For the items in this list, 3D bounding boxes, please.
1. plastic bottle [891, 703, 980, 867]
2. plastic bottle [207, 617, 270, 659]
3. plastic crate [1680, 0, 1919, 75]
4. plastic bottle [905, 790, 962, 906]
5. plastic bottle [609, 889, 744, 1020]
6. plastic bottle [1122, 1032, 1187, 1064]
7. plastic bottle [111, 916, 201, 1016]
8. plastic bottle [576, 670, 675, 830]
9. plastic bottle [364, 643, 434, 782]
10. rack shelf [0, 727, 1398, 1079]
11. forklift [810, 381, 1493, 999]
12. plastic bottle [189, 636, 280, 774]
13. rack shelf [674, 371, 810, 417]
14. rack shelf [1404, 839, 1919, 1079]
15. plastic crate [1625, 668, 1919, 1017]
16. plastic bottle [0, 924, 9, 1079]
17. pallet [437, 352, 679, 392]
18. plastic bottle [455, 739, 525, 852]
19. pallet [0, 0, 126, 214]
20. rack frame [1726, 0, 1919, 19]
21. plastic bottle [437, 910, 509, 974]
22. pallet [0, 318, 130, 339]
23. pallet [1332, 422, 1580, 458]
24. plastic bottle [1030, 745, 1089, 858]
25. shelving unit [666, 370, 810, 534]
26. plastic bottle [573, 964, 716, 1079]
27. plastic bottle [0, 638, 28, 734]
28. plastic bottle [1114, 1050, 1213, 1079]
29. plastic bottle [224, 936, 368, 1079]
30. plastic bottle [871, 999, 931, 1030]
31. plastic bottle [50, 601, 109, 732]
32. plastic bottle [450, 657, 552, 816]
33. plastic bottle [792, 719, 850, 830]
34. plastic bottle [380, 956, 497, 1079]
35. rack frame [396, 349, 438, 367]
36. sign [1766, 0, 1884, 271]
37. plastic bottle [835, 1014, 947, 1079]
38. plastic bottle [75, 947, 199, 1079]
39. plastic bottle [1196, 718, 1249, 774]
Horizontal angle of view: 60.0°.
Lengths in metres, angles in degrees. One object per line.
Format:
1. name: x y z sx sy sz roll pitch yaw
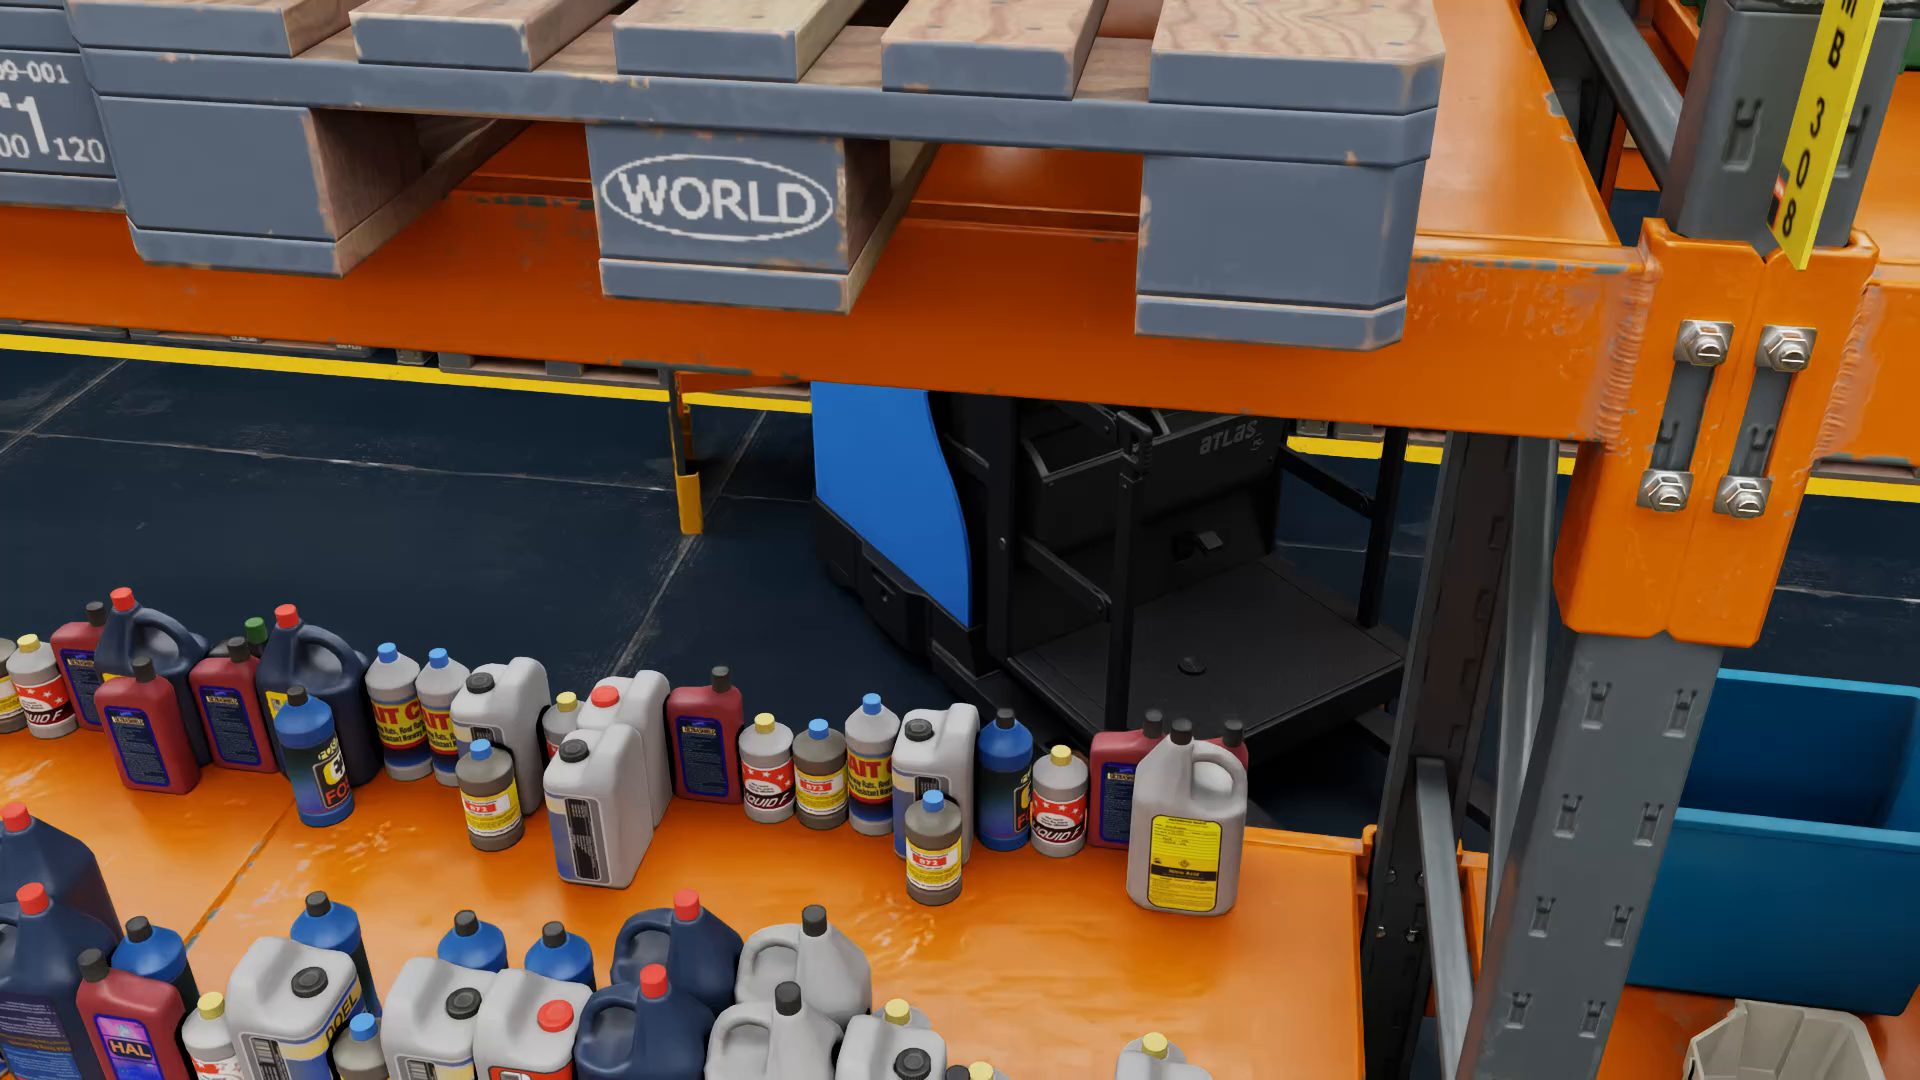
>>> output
1. plastic bottle: -0.042 0.410 2.885 0.135 0.276 0.152 5 32 8
2. plastic bottle: -1.321 0.266 3.107 0.133 0.283 0.061 5 32 8
3. plastic crate: 1.180 -0.671 1.868 0.662 0.188 0.450 5 32 8
4. plastic bottle: -0.044 0.508 2.798 0.097 0.201 0.097 0 32 0
5. plastic bottle: -0.408 0.649 2.433 0.185 0.351 0.144 5 32 8
6. plastic bottle: 0.271 0.782 2.361 0.097 0.201 0.097 0 32 0
7. plastic bottle: -1.190 0.669 2.476 0.097 0.271 0.097 0 32 0
8. plastic bottle: -0.594 0.360 2.965 0.135 0.276 0.152 5 32 8
9. plastic bottle: -1.028 0.308 3.052 0.097 0.271 0.097 0 32 0
10. rack shelf: -1.260 0.757 2.892 4.000 0.370 1.077 5 32 8
11. forklift: 0.702 -0.650 4.526 1.130 2.935 3.031 -19 37 -28
12. plastic bottle: -1.331 0.298 3.056 0.133 0.283 0.061 5 32 8
13. rack shelf: -0.588 -0.711 6.311 1.000 0.185 0.538 -6 33 -10
14. rack shelf: 2.683 1.114 2.321 4.000 0.370 1.077 5 32 8
15. plastic crate: 1.229 0.475 2.622 0.575 0.384 0.392 5 32 8
16. plastic bottle: -1.493 0.658 2.489 0.135 0.276 0.152 5 32 8
17. pallet: -1.665 -1.048 7.726 1.213 0.211 1.003 5 32 8
18. plastic bottle: -0.825 0.438 2.911 0.097 0.201 0.097 0 32 0
19. pallet: -1.196 -0.679 1.859 1.213 0.211 1.003 5 32 8
20. rack frame: 0.711 -1.912 0.824 0.127 3.000 1.000 5 32 8
21. plastic bottle: -0.719 0.662 2.486 0.097 0.271 0.097 0 32 0
22. pallet: -4.399 -1.339 8.190 1.213 0.211 1.003 5 32 8
23. pallet: 2.225 -0.716 7.195 1.213 0.211 1.003 5 32 8
24. plastic bottle: 0.173 0.446 2.897 0.097 0.201 0.097 0 32 0
25. shelving unit: -0.579 -0.864 6.217 1.083 1.500 0.587 -6 33 -10
26. plastic bottle: -0.432 0.724 2.313 0.185 0.351 0.144 5 32 8
27. plastic bottle: -1.847 0.263 3.189 0.097 0.201 0.097 0 32 0
28. plastic bottle: 0.268 0.817 2.234 0.135 0.276 0.152 5 32 8
29. plastic bottle: -0.950 0.707 2.411 0.135 0.276 0.152 5 32 8
30. plastic bottle: -0.089 0.749 2.413 0.097 0.201 0.097 0 32 0
31. plastic bottle: -1.635 0.238 3.153 0.133 0.283 0.061 5 32 8
32. plastic bottle: -0.822 0.339 2.998 0.135 0.276 0.152 5 32 8
33. plastic bottle: -0.247 0.408 2.958 0.097 0.201 0.097 0 32 0
34. plastic bottle: -0.722 0.727 2.378 0.135 0.276 0.152 5 32 8
35. rack frame: -2.395 -2.317 7.124 0.127 3.000 1.000 5 32 8
36. sign: 0.617 -0.357 1.158 0.005 0.325 0.100 5 32 8
37. plastic bottle: -0.092 0.784 2.287 0.135 0.276 0.152 5 32 8
38. plastic bottle: -1.186 0.707 2.404 0.133 0.283 0.061 5 32 8
39. plastic bottle: 0.422 0.424 2.855 0.133 0.283 0.061 5 32 8
